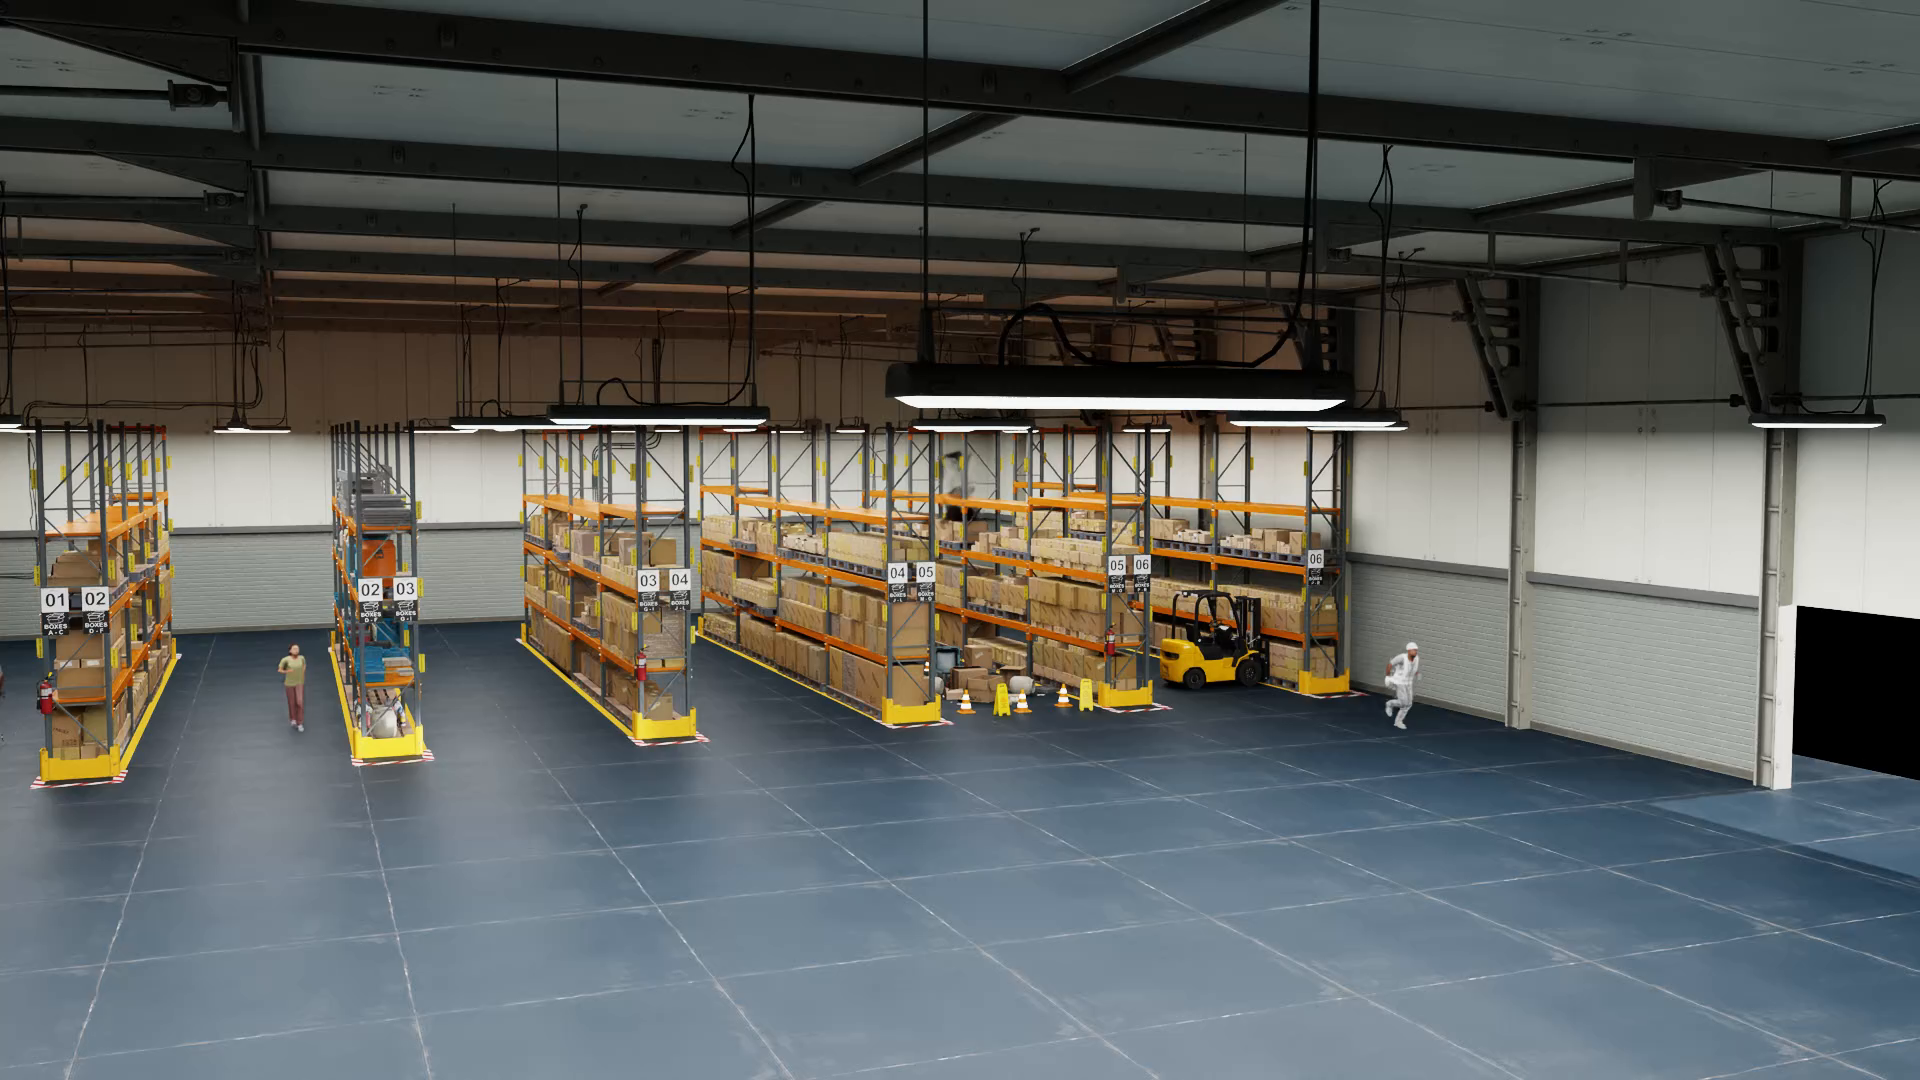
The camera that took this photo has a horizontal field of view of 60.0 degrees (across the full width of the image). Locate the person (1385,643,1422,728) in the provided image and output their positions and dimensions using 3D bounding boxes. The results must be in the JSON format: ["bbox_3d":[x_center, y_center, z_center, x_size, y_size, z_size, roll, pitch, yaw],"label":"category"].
[{"bbox_3d":[8.711,2.843,32.694,0.675,1.705,0.760,-3,4,-36],"label":"person"}]

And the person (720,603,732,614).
[{"bbox_3d":[-6.830,1.779,49.231,1.003,1.795,0.716,0,4,2],"label":"person"}]

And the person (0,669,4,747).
[{"bbox_3d":[-18.016,2.938,30.826,0.569,1.736,0.851,-3,4,-36],"label":"person"}]

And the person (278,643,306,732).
[{"bbox_3d":[-13.019,2.863,32.445,0.550,1.721,0.824,-2,4,-30],"label":"person"}]
